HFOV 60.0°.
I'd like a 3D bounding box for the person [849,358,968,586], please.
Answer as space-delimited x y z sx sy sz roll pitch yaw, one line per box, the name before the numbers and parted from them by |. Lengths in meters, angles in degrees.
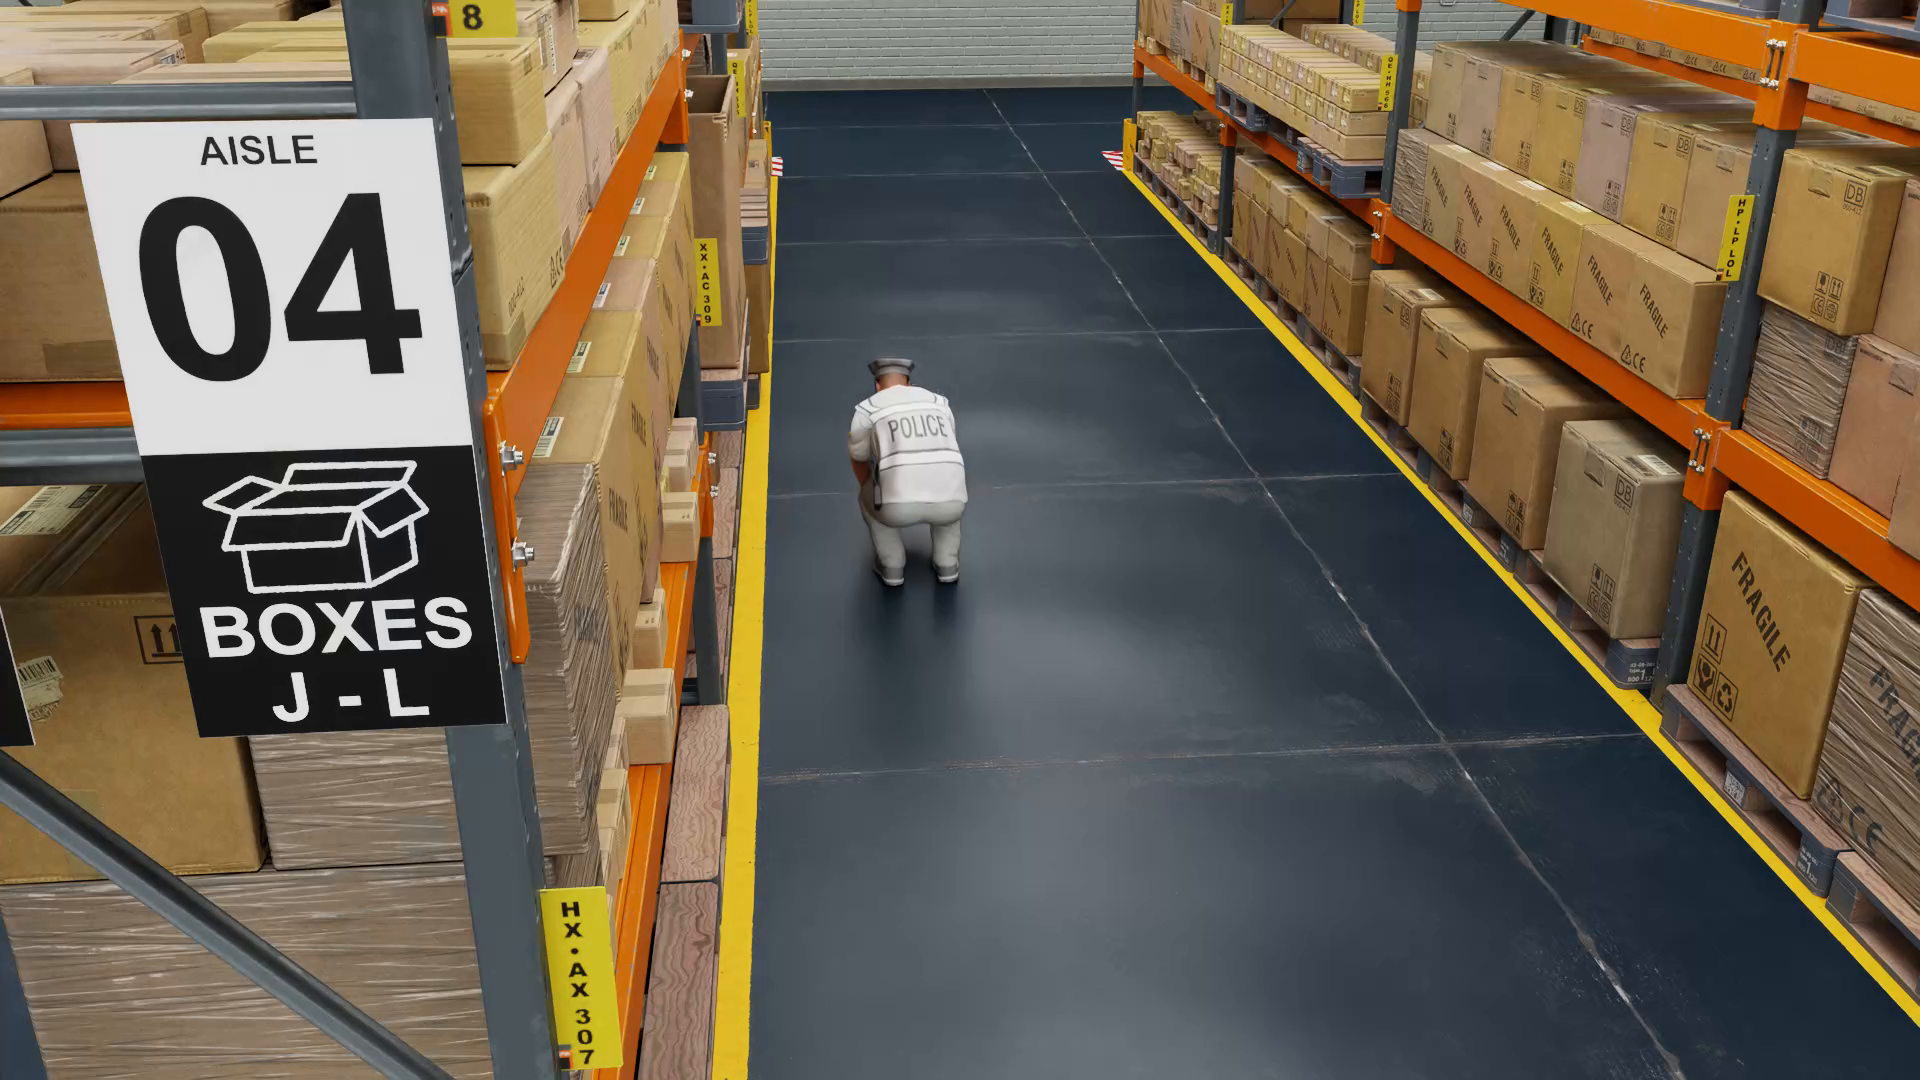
person | -0.258 -0.342 8.300 0.569 1.020 0.911 -3 24 -7
